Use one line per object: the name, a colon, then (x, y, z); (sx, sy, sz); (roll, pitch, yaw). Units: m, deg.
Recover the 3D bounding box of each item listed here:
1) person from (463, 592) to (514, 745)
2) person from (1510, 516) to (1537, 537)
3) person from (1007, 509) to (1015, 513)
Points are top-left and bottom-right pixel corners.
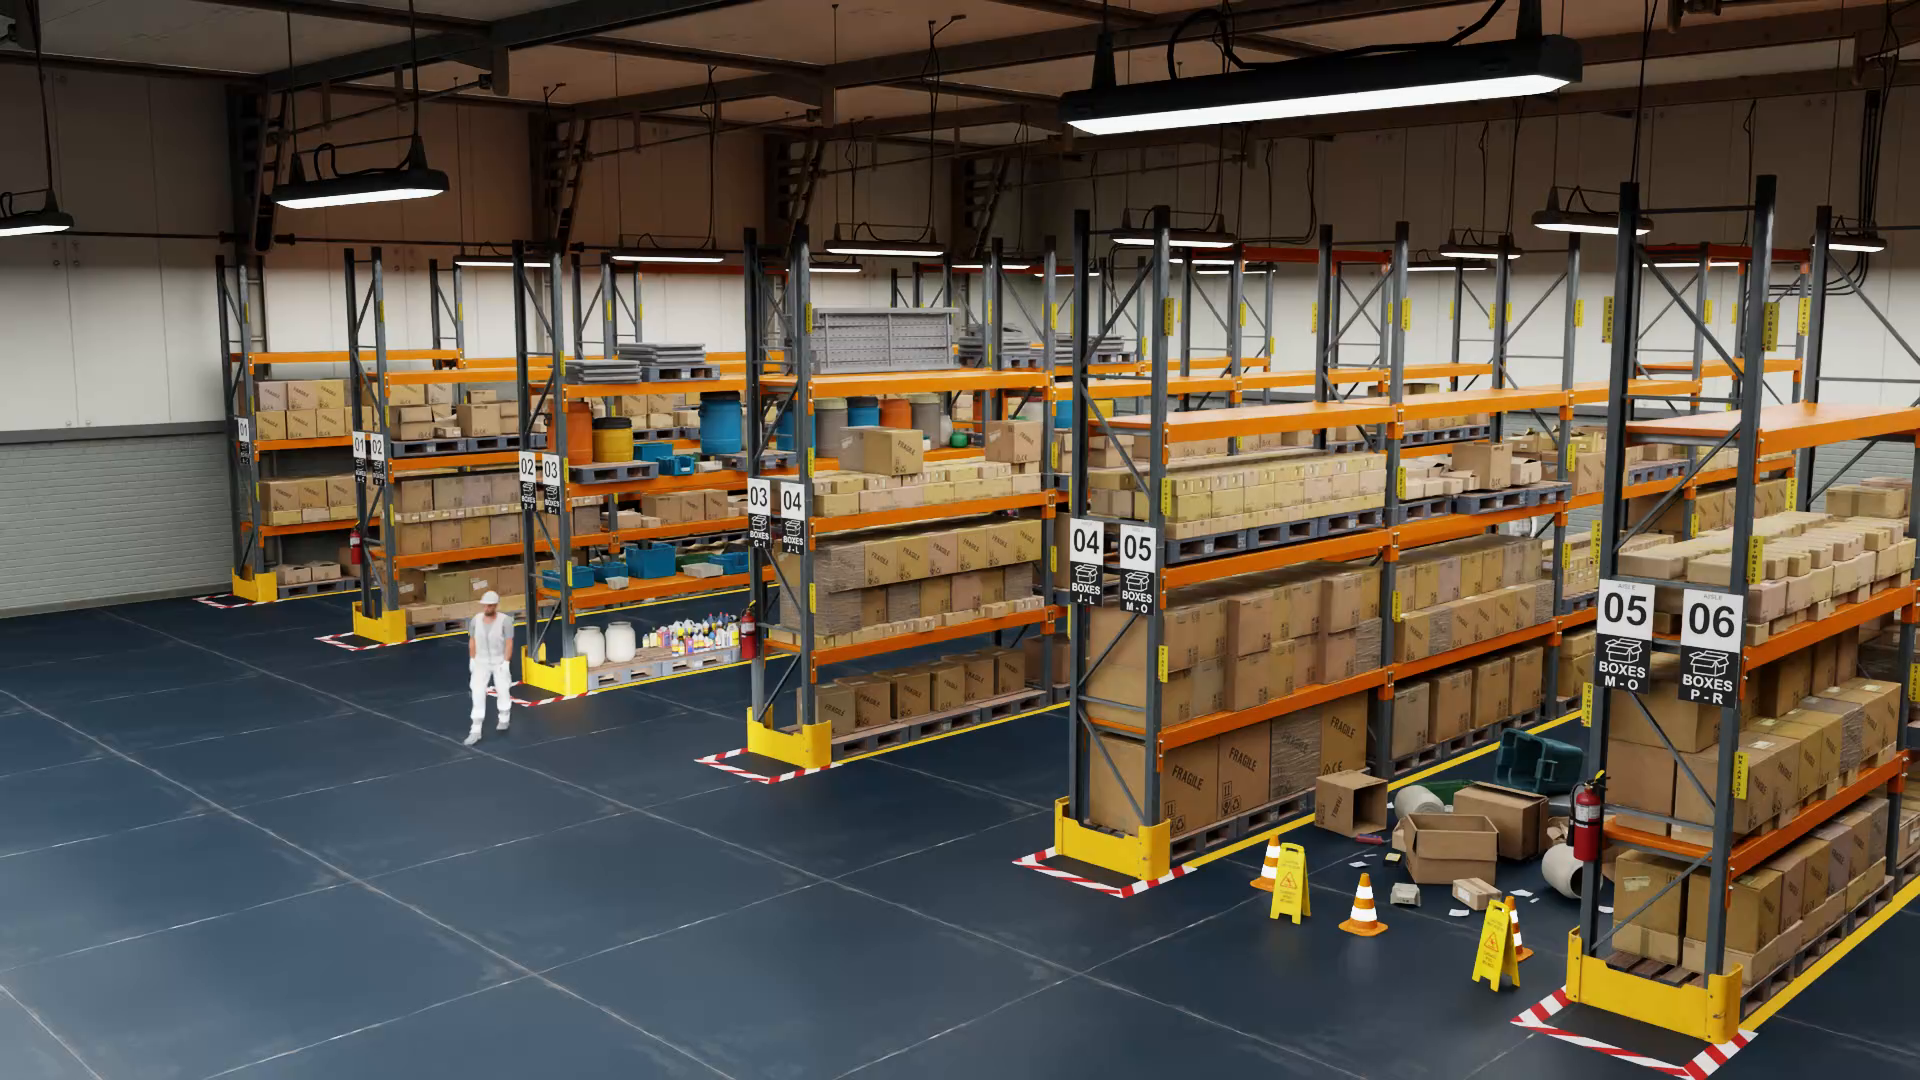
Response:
person: (-5.604, 1.482, 19.840); (0.563, 1.760, 0.894); (-1, 8, -5)
person: (10.799, -0.173, 31.878); (0.469, 1.597, 1.072); (1, 8, 10)
person: (1.225, -0.528, 34.001); (1.067, 1.724, 0.546); (-7, 11, -42)
